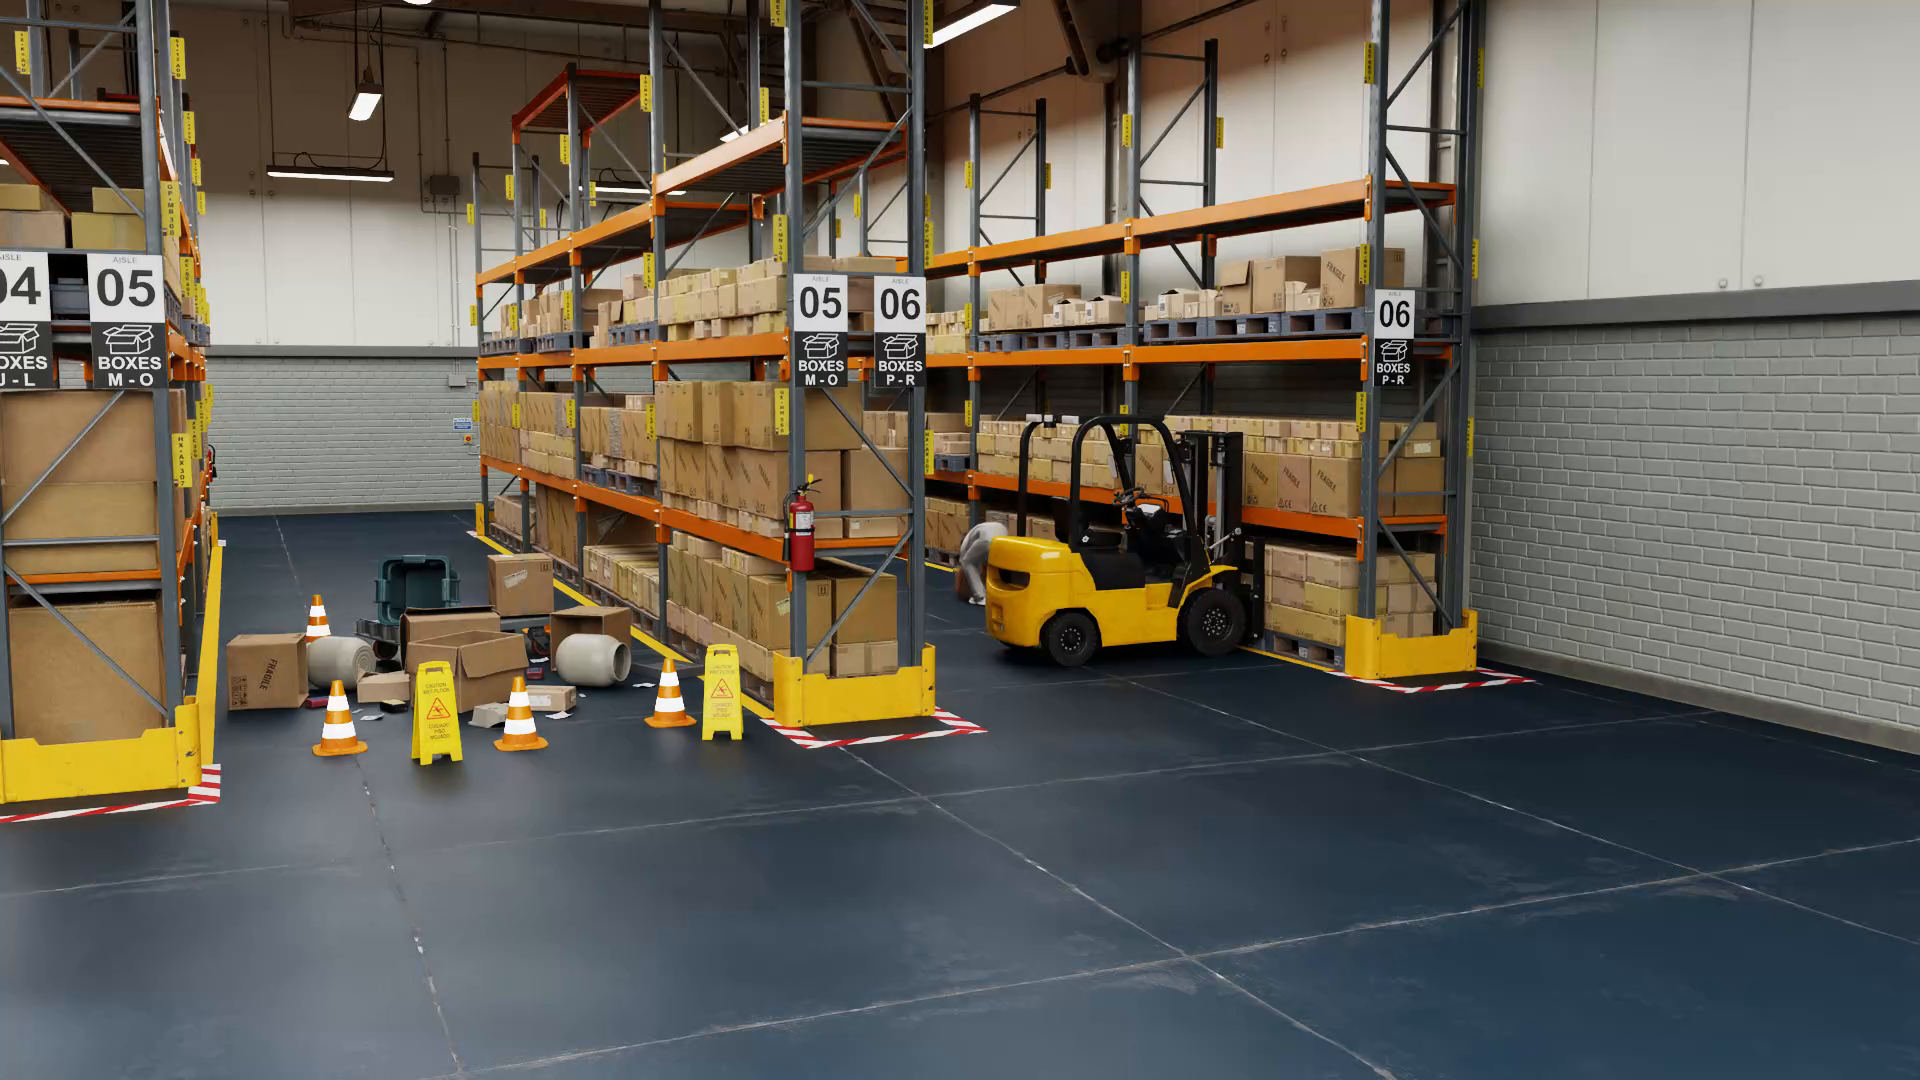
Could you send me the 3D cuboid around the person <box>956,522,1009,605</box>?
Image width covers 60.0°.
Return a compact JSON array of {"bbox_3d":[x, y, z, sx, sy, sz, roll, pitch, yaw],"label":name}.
[{"bbox_3d":[0.235,0.266,18.469,0.471,0.857,0.847,-3,6,-26],"label":"person"}]
